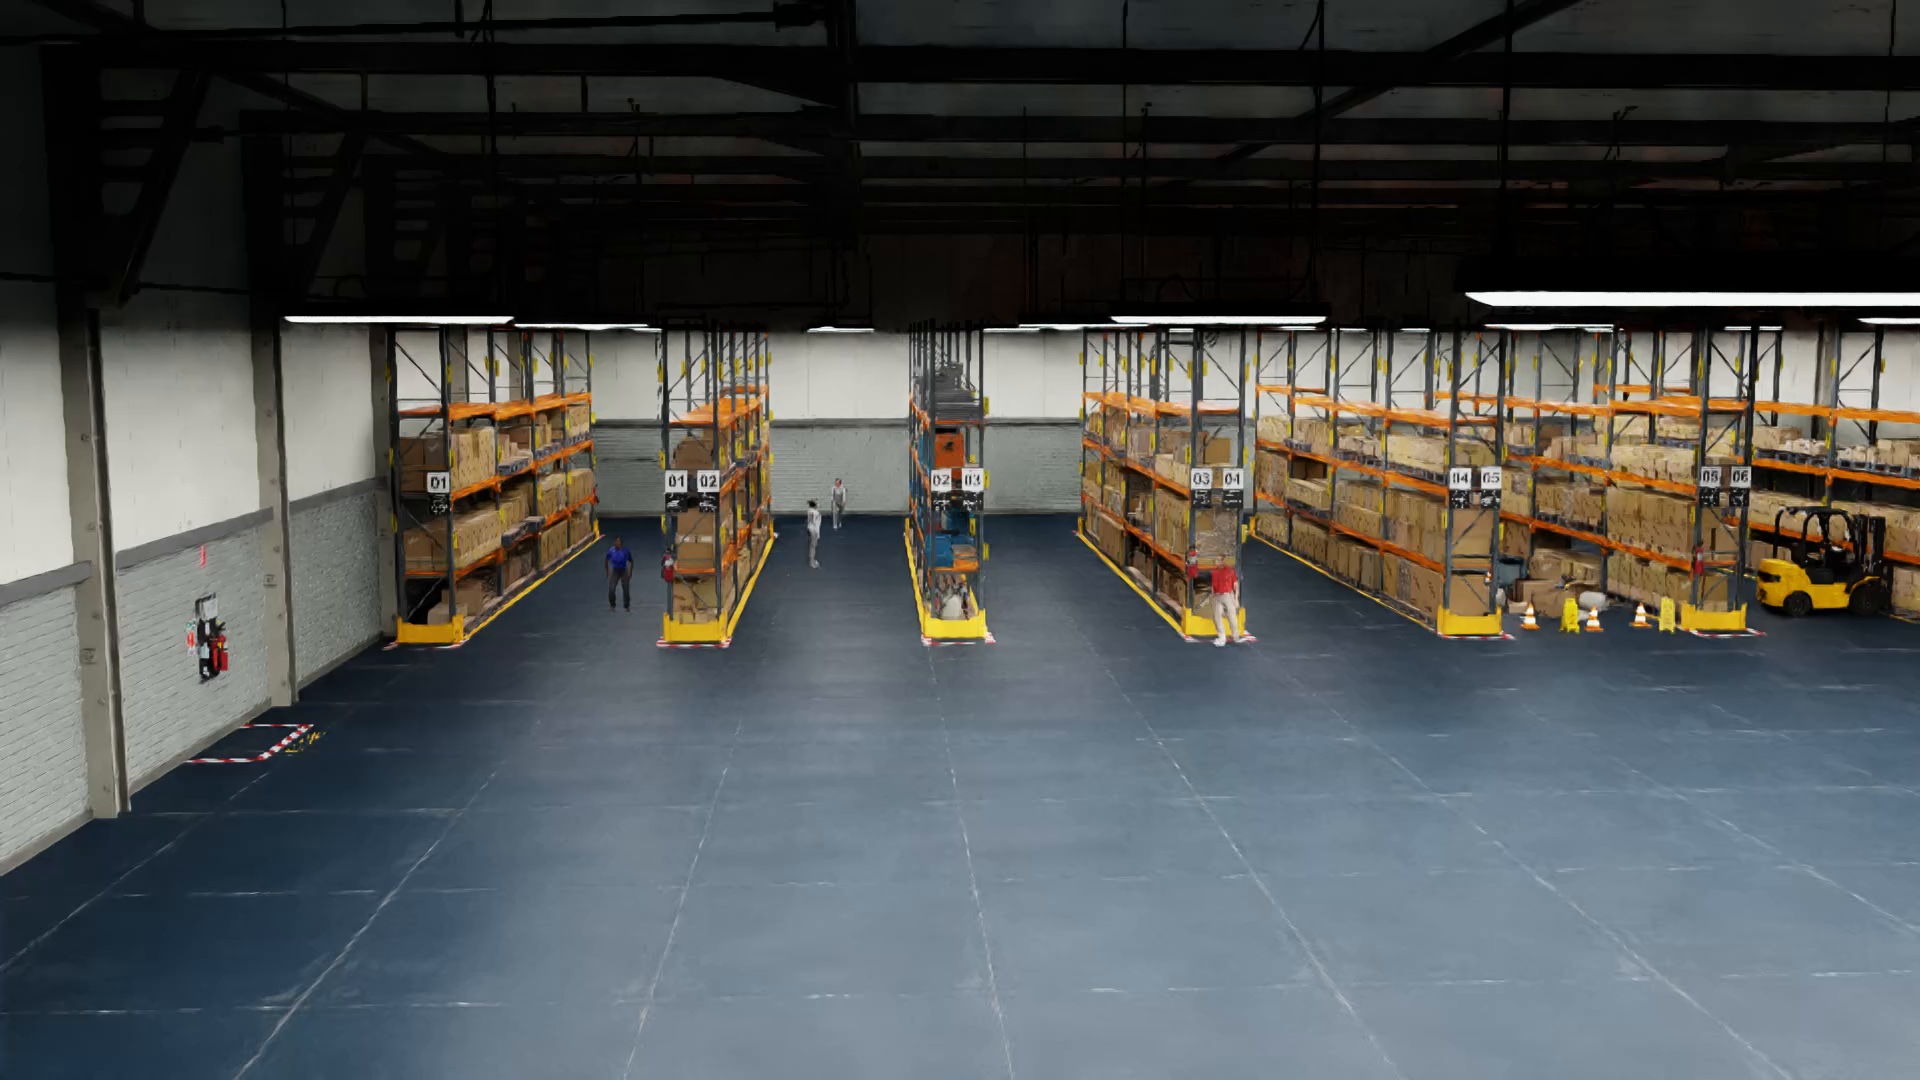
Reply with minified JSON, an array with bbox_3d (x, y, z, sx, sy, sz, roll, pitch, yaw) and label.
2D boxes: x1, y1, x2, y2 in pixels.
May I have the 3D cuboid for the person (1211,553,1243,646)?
[{"bbox_3d":[4.934,1.083,30.791,0.594,1.711,0.575,5,8,34],"label":"person"}]

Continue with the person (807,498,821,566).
[{"bbox_3d":[-3.610,-0.211,41.184,0.360,1.682,0.582,-3,8,-25],"label":"person"}]

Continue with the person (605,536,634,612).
[{"bbox_3d":[-7.038,0.697,34.364,0.592,1.604,0.513,0,7,-4],"label":"person"}]

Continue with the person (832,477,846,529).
[{"bbox_3d":[-3.581,-1.106,49.098,0.415,1.517,1.041,-1,7,-6],"label":"person"}]
